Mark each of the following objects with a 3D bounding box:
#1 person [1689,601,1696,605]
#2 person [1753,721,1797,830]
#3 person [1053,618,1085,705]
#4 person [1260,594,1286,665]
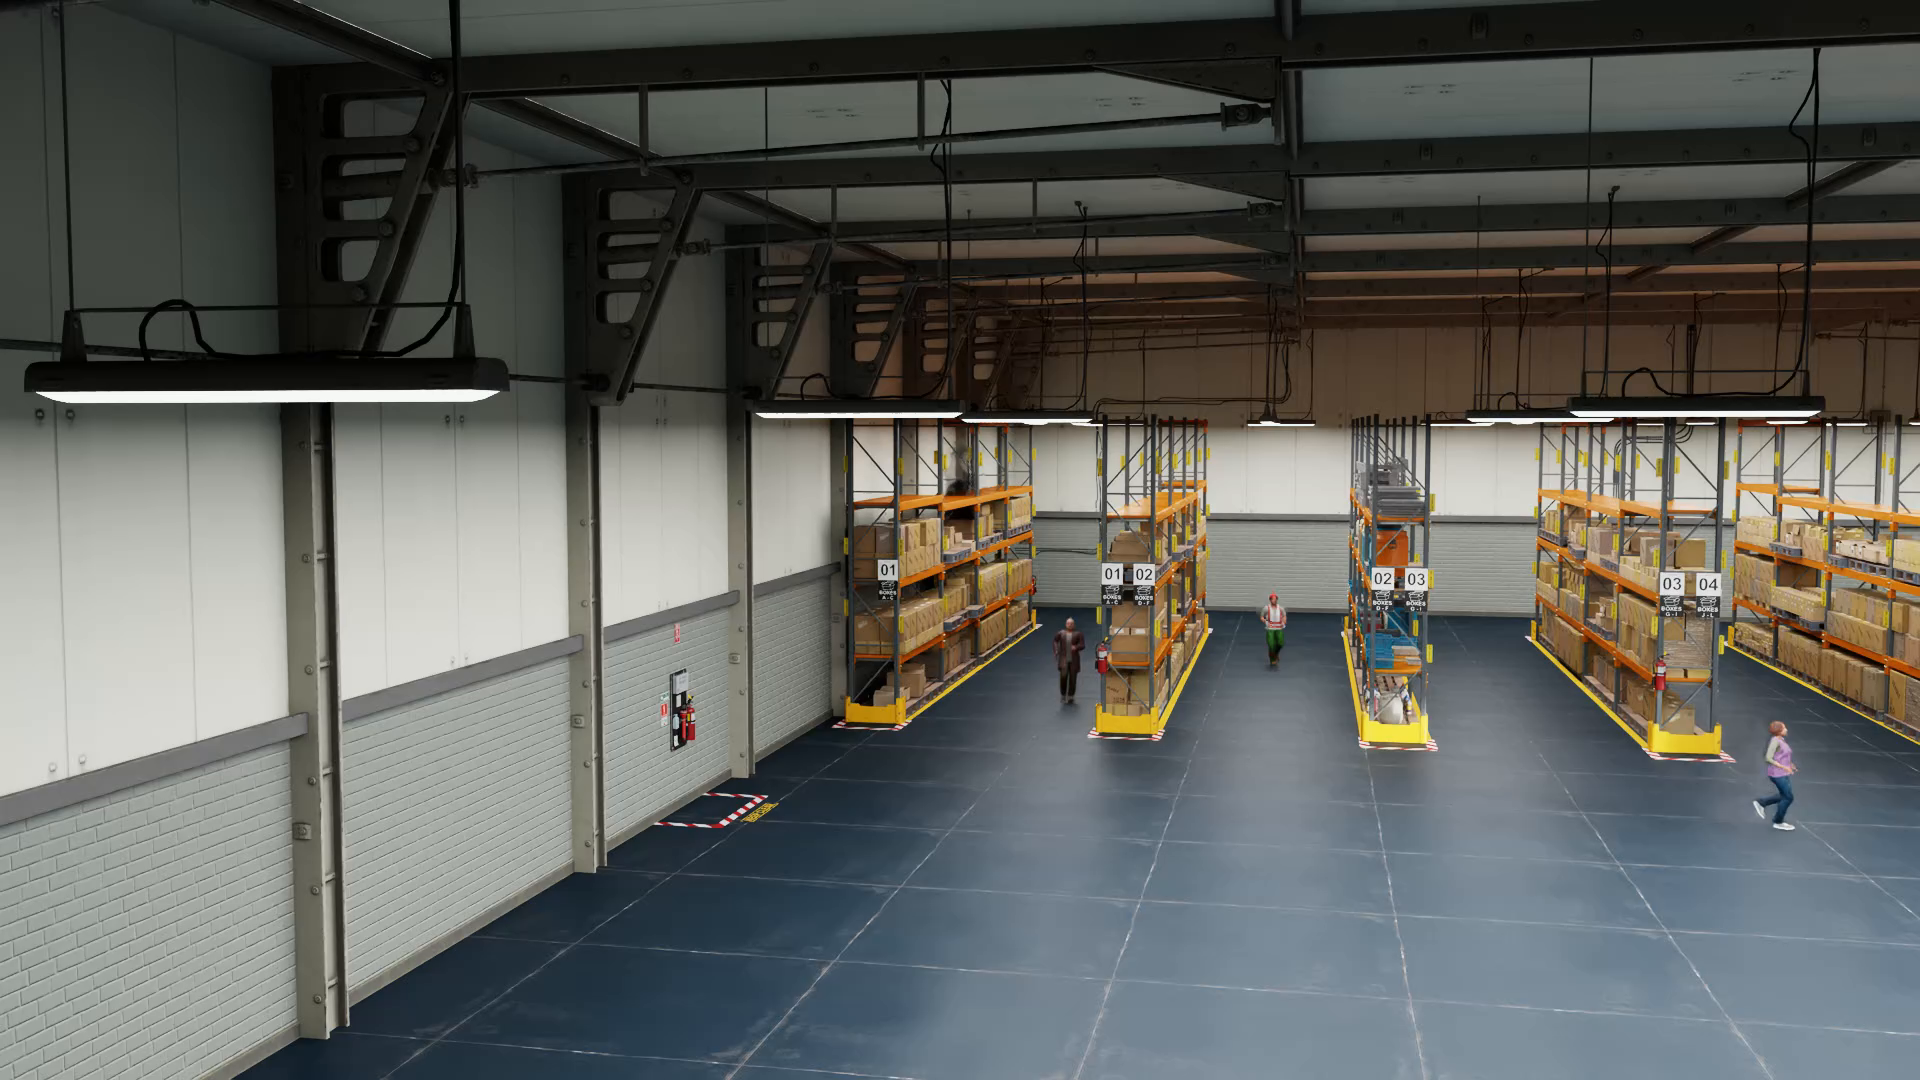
[{"bbox_3d":[18.851,2.040,42.783,0.561,1.749,0.711,1,4,21],"label":"person"},{"bbox_3d":[11.675,3.367,23.835,0.567,1.531,0.536,3,5,37],"label":"person"},{"bbox_3d":[2.269,2.534,34.653,0.673,1.799,0.773,0,4,3],"label":"person"},{"bbox_3d":[7.602,2.170,40.220,0.649,1.740,0.601,0,4,0],"label":"person"}]
